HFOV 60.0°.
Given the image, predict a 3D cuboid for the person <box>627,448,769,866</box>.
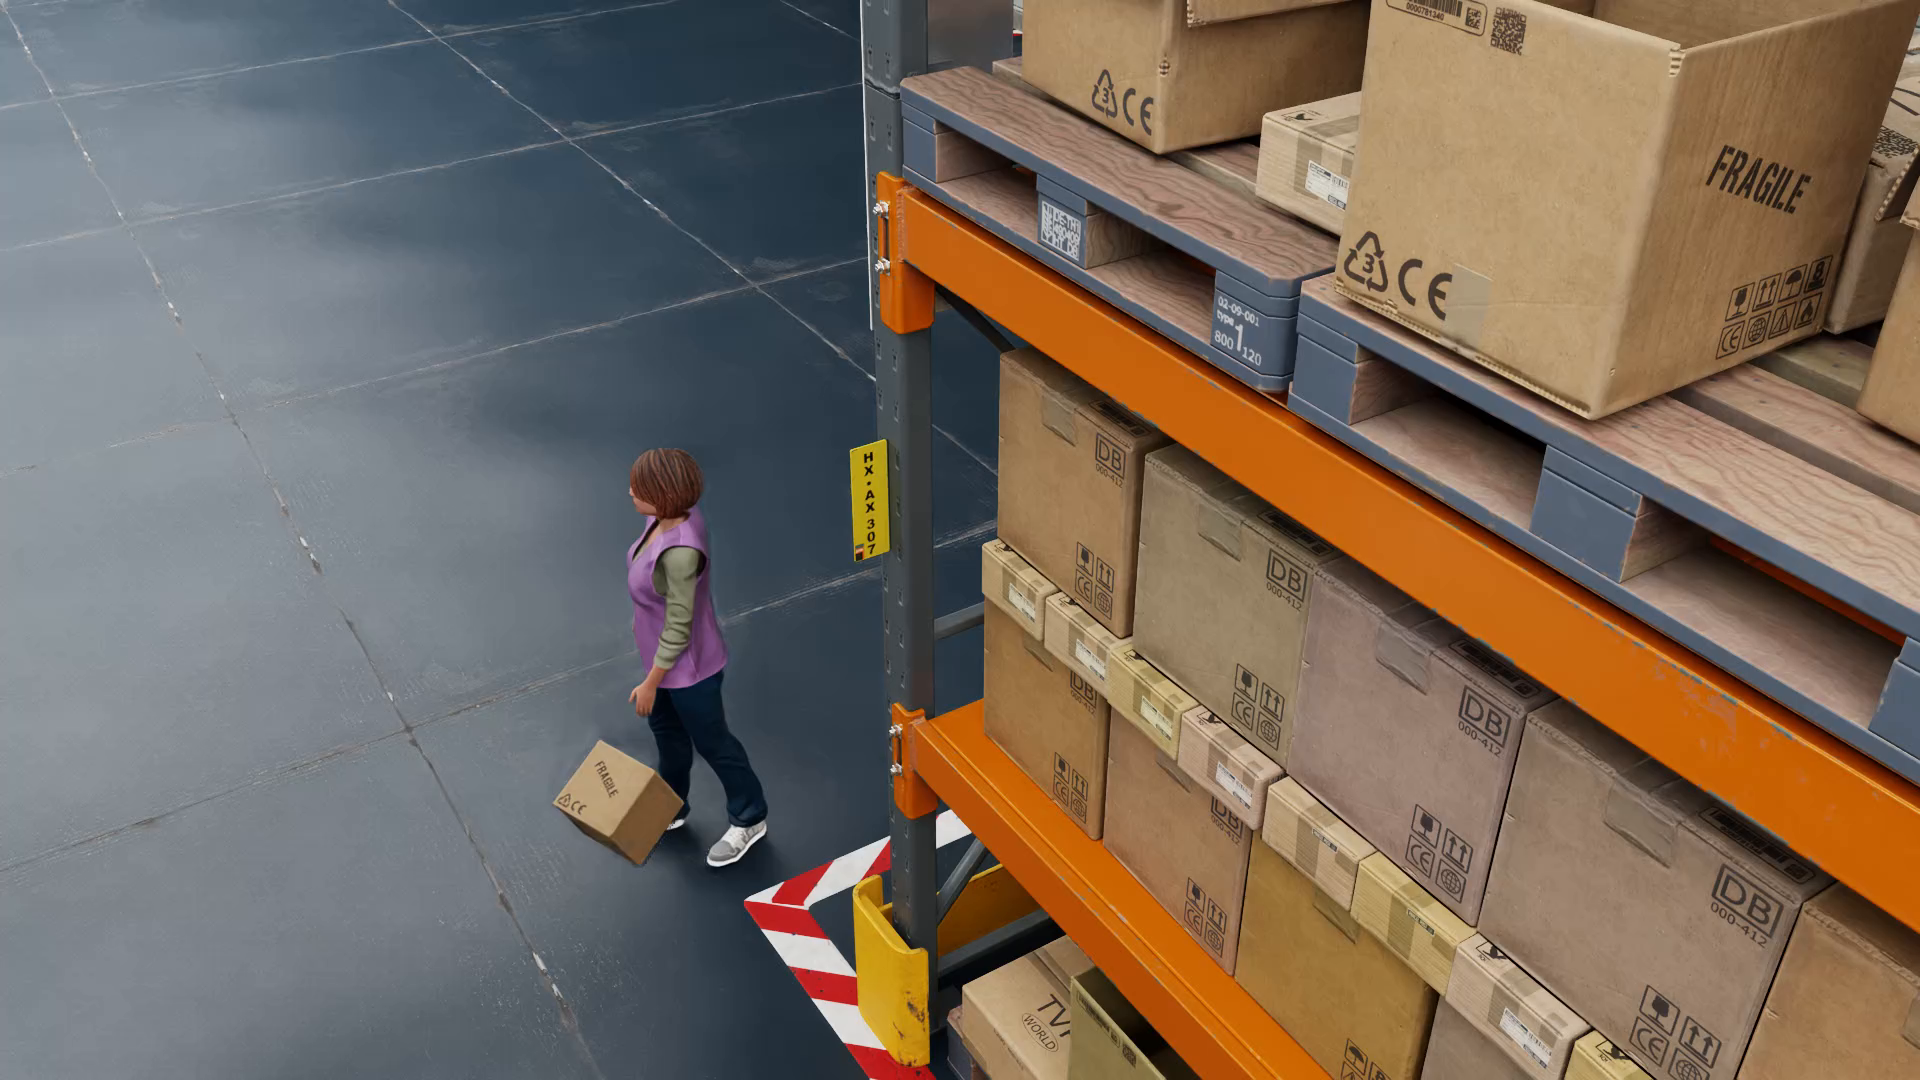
[{"bbox_3d":[-0.964,0.389,5.540,0.550,1.595,0.510,-8,34,-13],"label":"person"}]
